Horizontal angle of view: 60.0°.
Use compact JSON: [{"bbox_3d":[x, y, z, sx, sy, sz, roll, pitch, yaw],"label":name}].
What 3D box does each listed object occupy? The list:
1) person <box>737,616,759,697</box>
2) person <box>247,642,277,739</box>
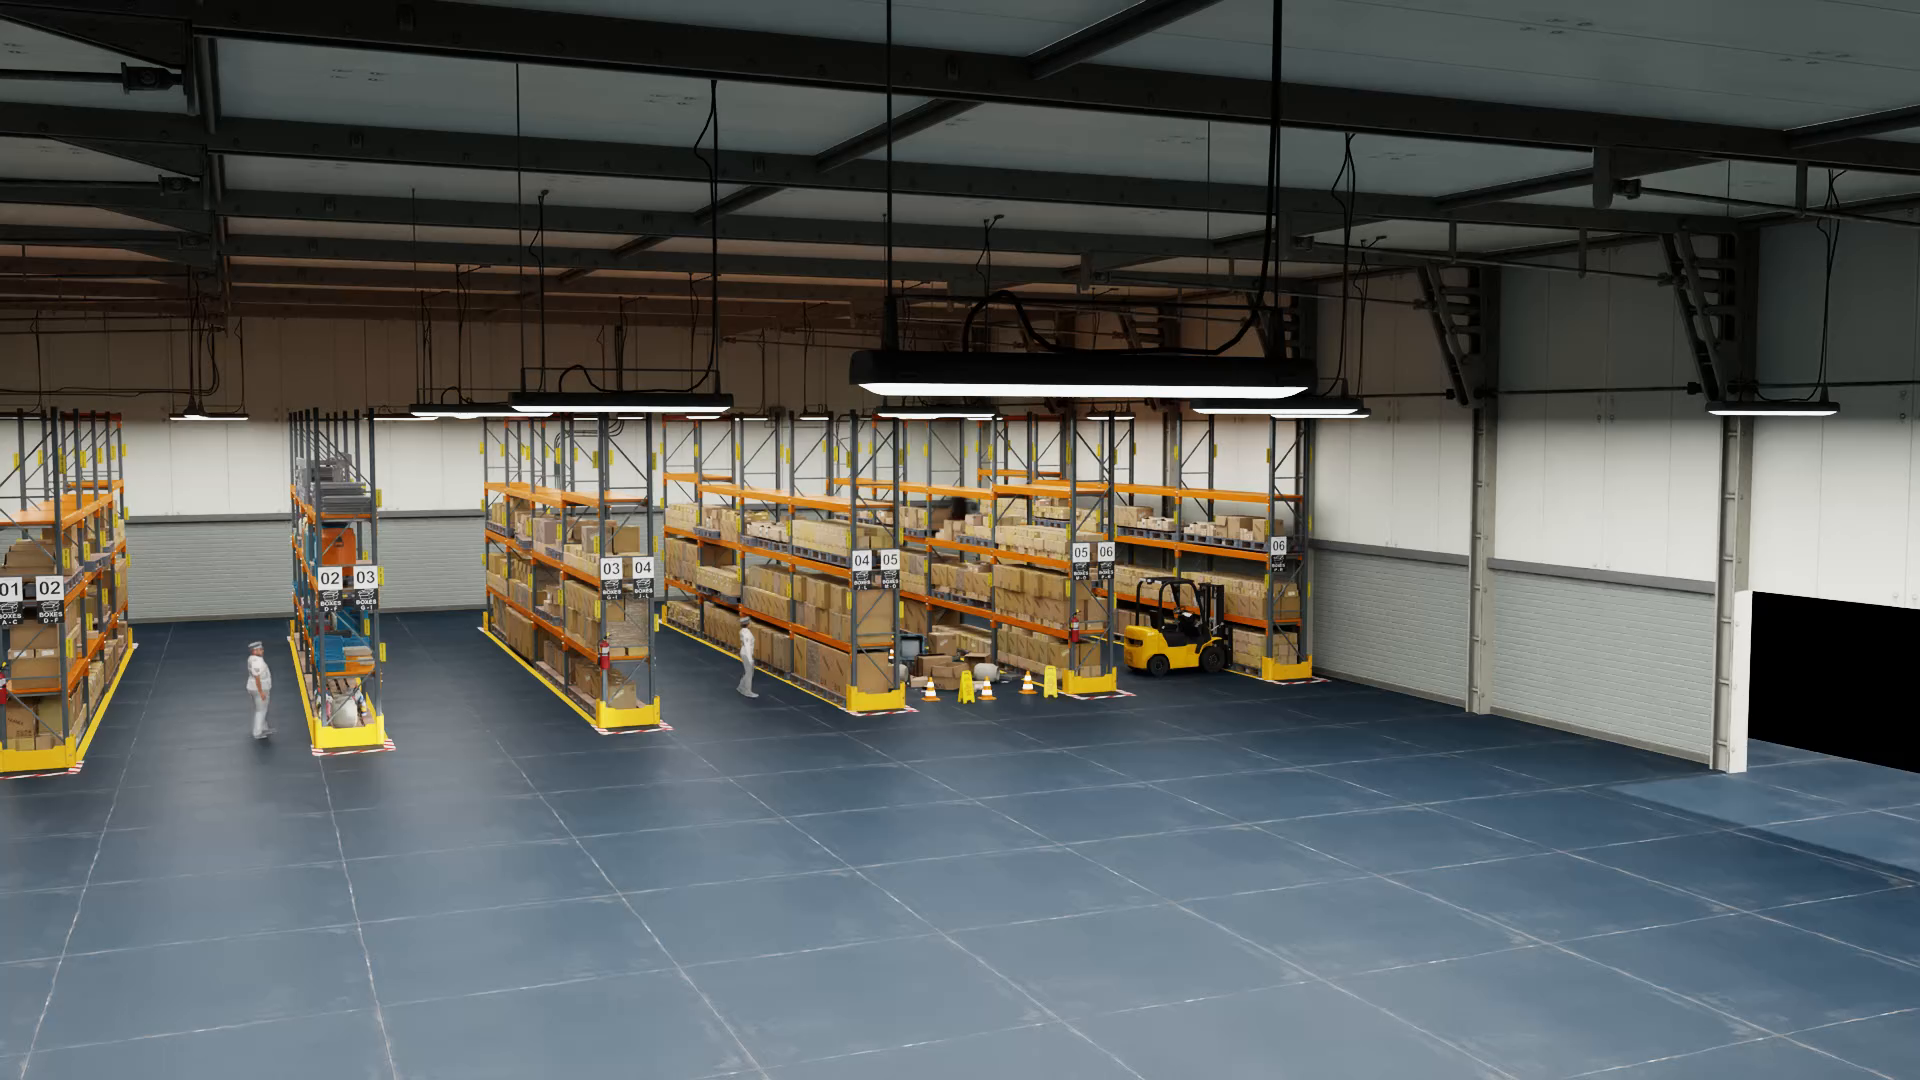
[{"bbox_3d":[-4.460,2.444,34.936,0.449,1.700,0.541,0,4,-7],"label":"person"},{"bbox_3d":[-12.725,2.719,30.396,0.551,1.763,0.577,4,5,43],"label":"person"}]
